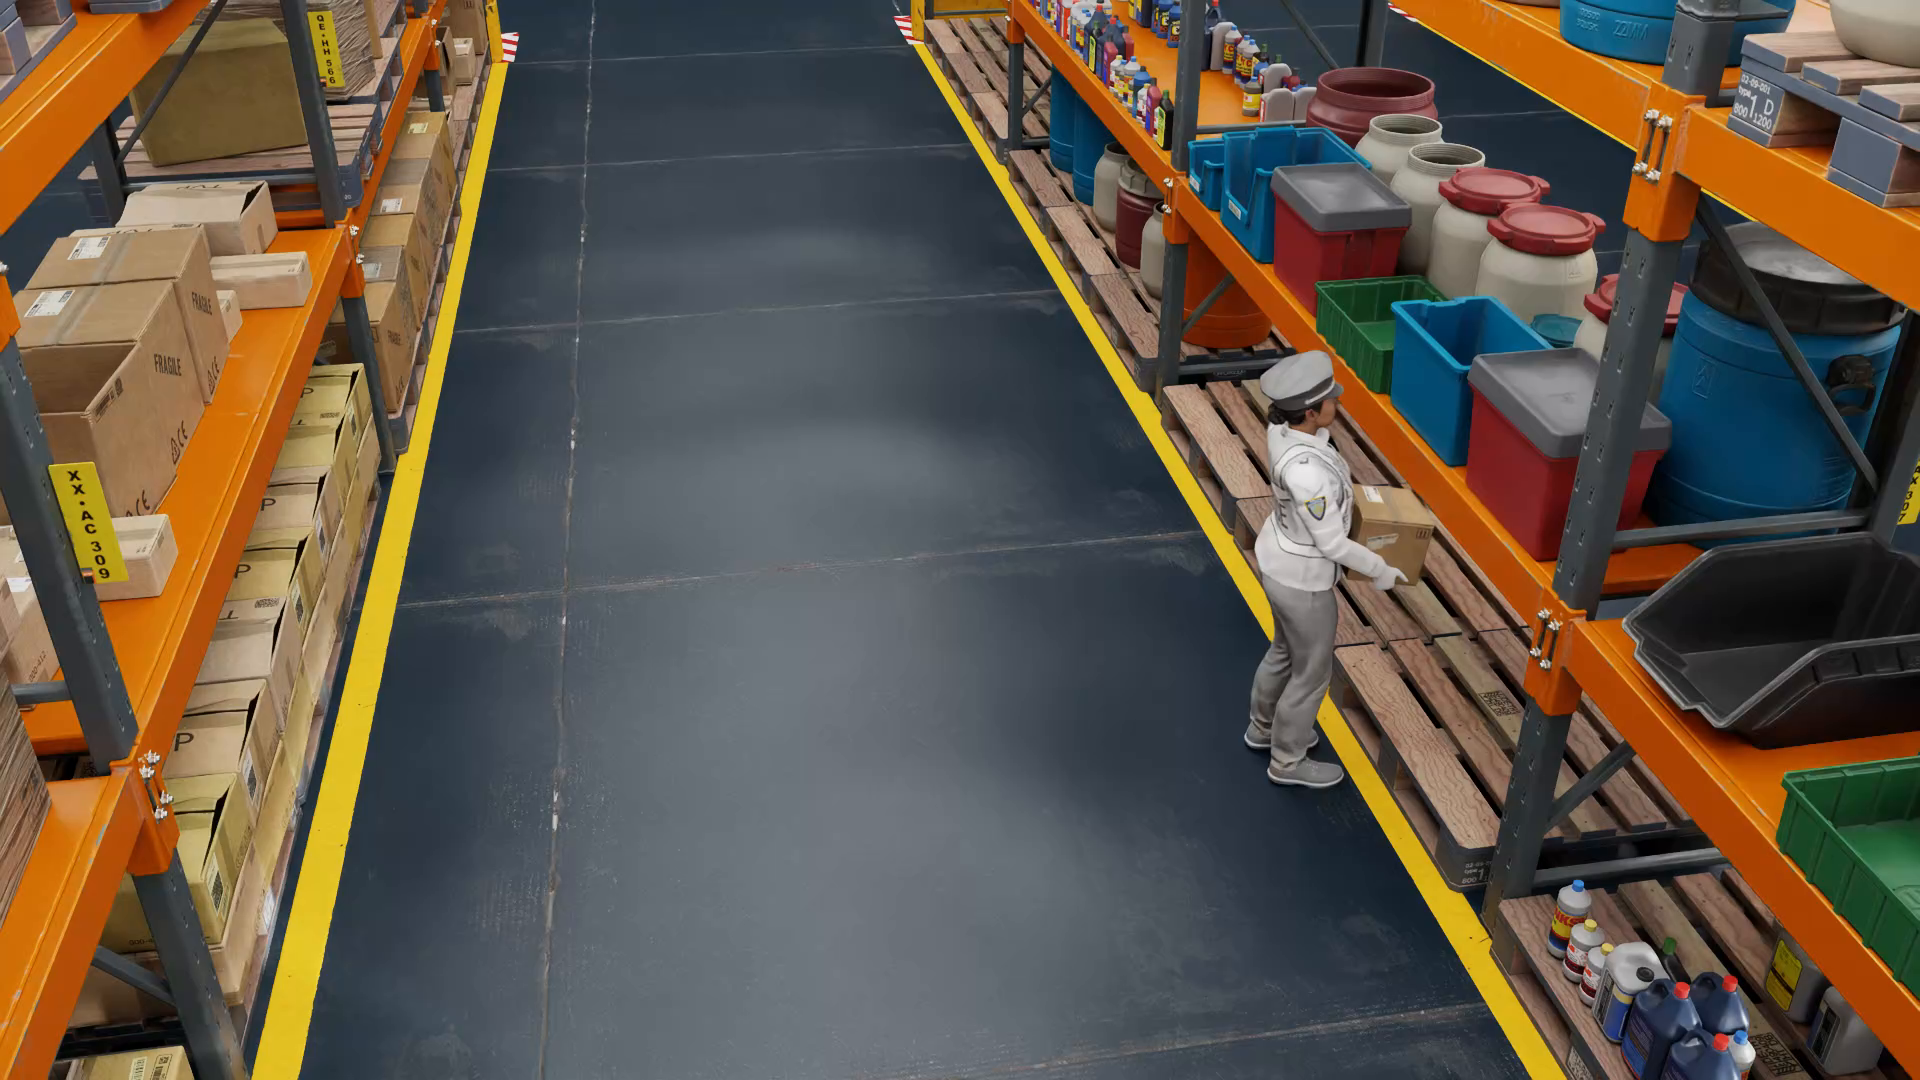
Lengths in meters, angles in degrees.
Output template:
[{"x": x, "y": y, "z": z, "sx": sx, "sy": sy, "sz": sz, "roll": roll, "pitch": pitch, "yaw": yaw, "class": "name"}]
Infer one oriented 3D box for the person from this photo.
[{"x": 1.278, "y": 0.123, "z": 5.905, "sx": 0.549, "sy": 1.686, "sz": 0.459, "roll": 0, "pitch": 31, "yaw": 0, "class": "person"}]
